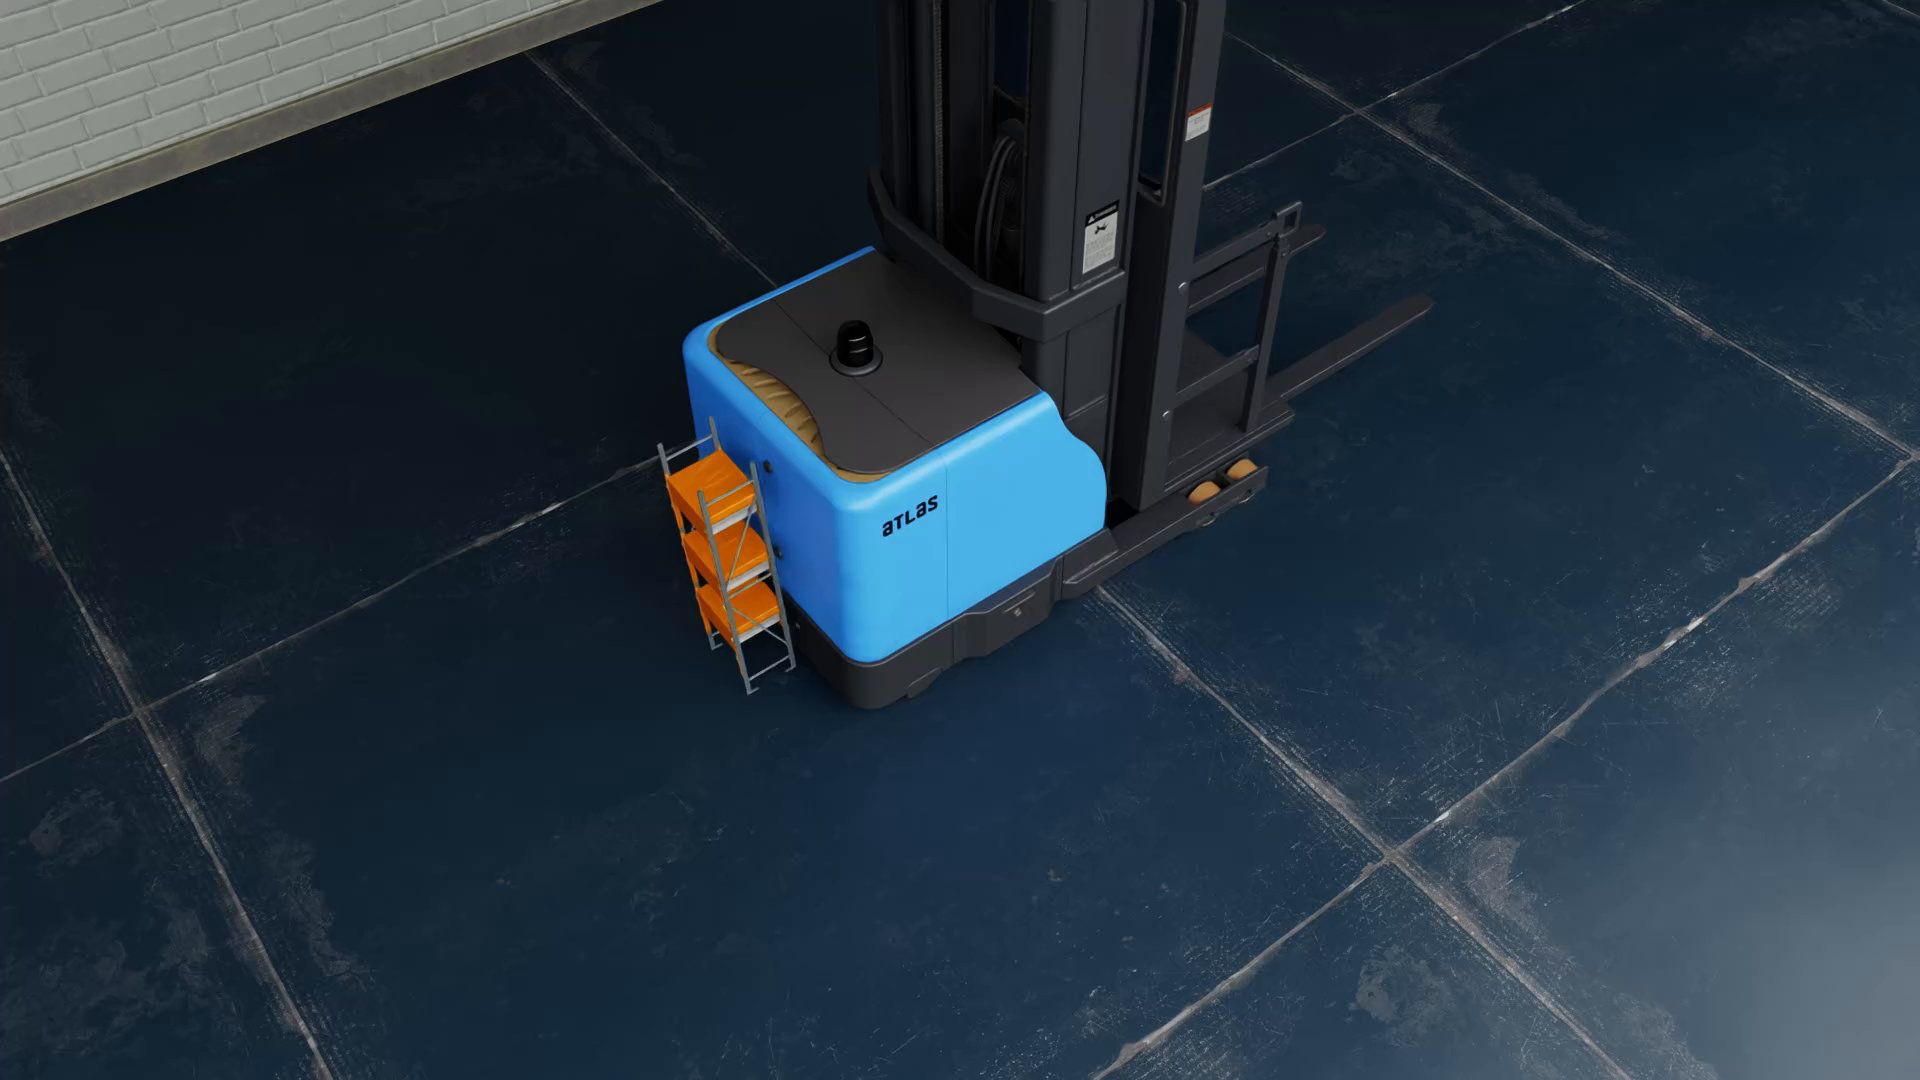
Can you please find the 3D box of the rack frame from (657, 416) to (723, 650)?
[{"bbox_3d":[-0.824,0.003,5.531,0.200,1.050,0.008,-31,55,-21],"label":"rack frame"}]

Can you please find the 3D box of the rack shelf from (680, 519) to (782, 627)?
[{"bbox_3d":[-0.752,0.082,5.473,0.215,0.259,0.240,-31,55,-21],"label":"rack shelf"}]

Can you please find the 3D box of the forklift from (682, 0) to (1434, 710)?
[{"bbox_3d":[0.552,-1.323,5.471,3.031,2.935,1.130,-30,54,-24],"label":"forklift"}]

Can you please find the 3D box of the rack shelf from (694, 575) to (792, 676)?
[{"bbox_3d":[-0.739,0.262,5.685,0.215,0.259,0.240,-31,55,-21],"label":"rack shelf"}]

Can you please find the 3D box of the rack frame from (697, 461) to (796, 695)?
[{"bbox_3d":[-0.680,0.148,5.399,0.200,1.050,0.008,-31,55,-21],"label":"rack frame"}]

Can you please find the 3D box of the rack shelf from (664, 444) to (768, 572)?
[{"bbox_3d":[-0.765,-0.101,5.257,0.215,0.259,0.240,-31,55,-21],"label":"rack shelf"}]

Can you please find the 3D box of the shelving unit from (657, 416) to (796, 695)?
[{"bbox_3d":[-0.752,0.076,5.465,0.215,1.050,0.252,-31,55,-21],"label":"shelving unit"}]
